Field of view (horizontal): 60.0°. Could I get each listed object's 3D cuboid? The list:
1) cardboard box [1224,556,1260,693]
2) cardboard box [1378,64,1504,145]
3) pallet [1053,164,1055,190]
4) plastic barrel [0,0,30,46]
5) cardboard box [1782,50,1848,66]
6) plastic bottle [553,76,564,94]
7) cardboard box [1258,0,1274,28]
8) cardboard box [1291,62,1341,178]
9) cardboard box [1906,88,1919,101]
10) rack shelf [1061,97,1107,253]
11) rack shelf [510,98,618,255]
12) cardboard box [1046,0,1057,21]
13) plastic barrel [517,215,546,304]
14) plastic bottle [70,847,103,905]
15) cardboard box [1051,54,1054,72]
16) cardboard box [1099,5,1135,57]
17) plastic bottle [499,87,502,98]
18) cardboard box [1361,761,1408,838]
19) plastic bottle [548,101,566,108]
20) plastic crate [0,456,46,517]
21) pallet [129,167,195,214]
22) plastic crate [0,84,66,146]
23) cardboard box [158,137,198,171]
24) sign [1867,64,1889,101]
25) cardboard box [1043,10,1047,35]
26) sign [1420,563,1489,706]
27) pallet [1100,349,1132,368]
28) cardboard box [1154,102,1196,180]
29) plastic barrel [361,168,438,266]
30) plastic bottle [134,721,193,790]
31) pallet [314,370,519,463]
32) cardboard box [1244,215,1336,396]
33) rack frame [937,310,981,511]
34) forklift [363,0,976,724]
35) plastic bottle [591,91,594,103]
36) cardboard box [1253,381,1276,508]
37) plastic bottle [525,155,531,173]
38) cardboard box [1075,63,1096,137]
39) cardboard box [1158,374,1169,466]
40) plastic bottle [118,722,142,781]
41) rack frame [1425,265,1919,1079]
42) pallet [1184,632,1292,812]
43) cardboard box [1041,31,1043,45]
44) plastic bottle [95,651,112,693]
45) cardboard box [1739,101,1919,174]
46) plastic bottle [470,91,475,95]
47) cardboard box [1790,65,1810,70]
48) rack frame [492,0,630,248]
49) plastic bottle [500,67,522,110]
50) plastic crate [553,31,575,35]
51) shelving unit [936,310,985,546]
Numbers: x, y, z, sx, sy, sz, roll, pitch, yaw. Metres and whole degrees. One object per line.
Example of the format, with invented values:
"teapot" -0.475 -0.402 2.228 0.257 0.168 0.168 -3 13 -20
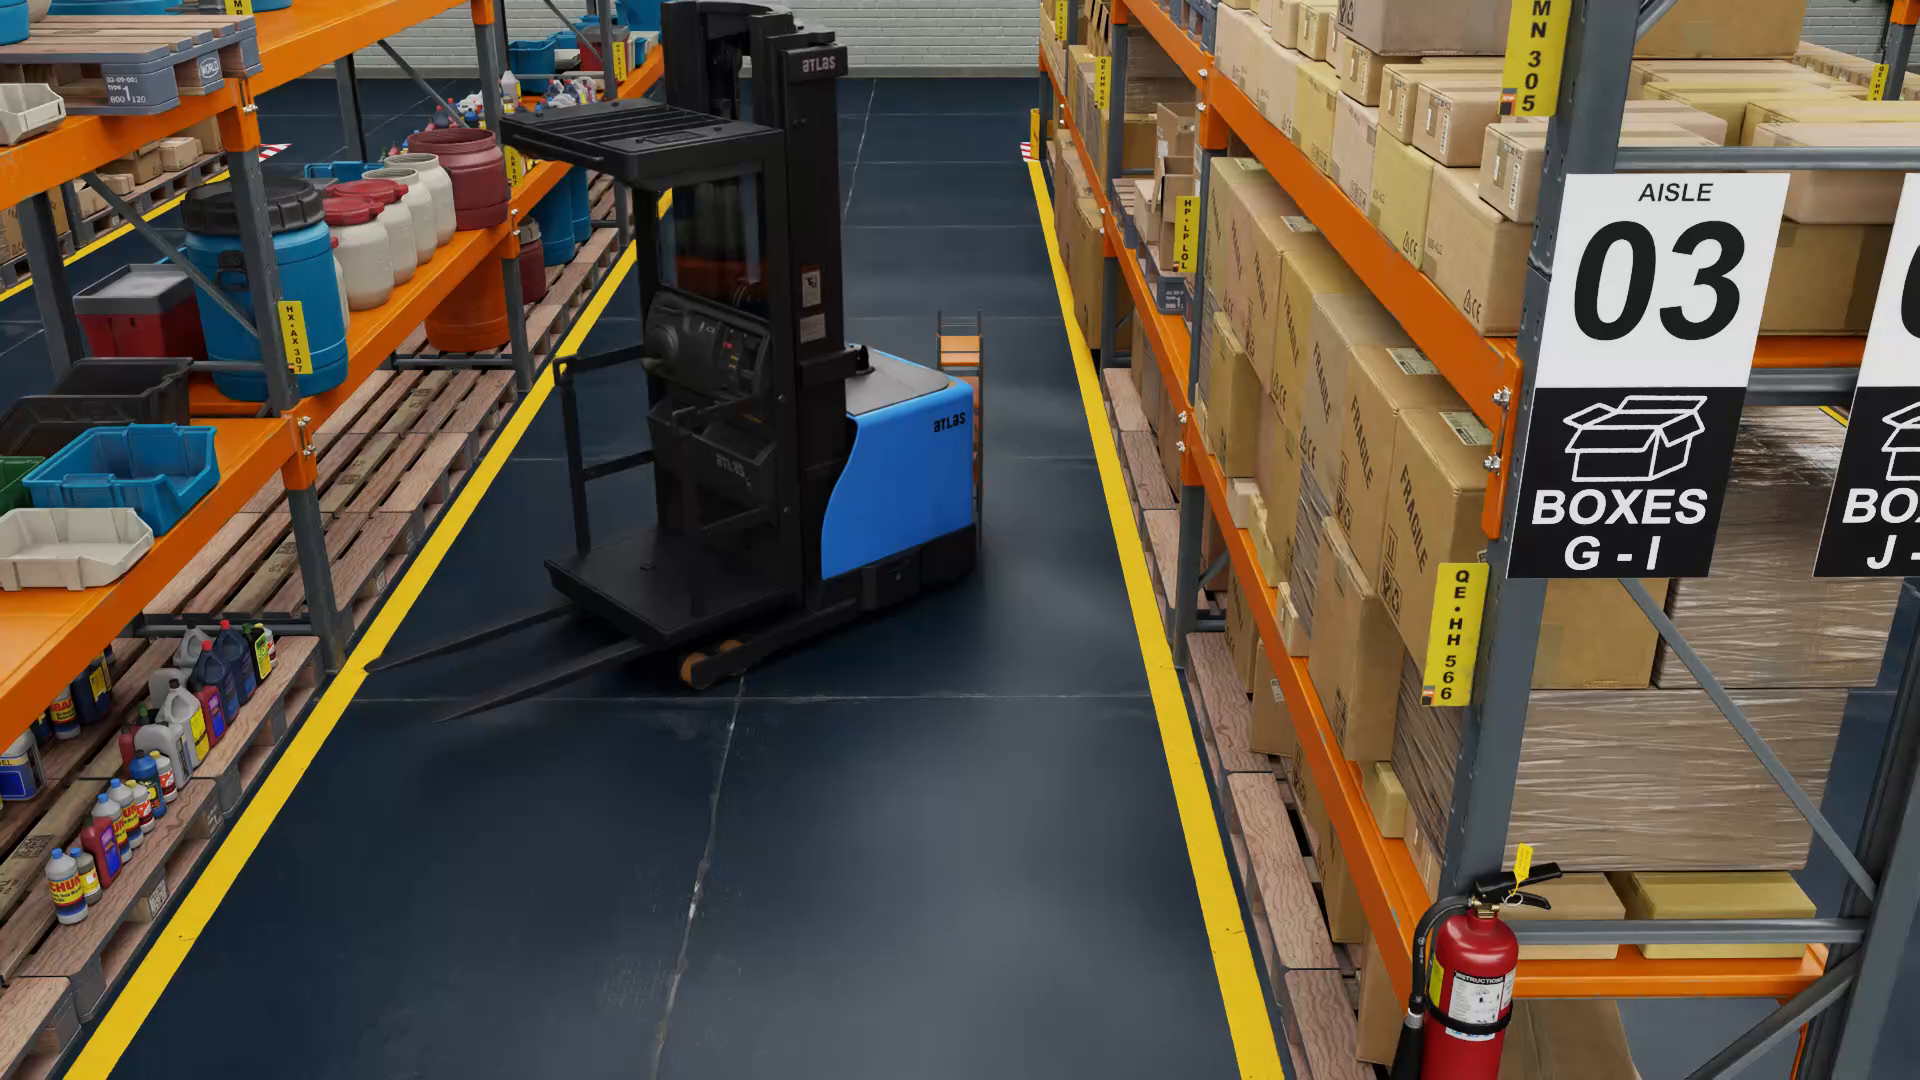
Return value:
"cardboard box" 1.483 0.337 7.388 0.500 0.500 0.500 -1 24 -2
"cardboard box" 1.223 -1.043 3.975 0.380 0.149 0.250 0 24 0
"pallet" 1.485 -3.619 16.996 1.003 0.211 1.213 0 24 -1
"plastic barrel" -3.530 -2.129 5.559 0.600 0.901 0.708 0 24 -1
"cardboard box" 6.605 -3.699 12.862 0.380 0.149 0.250 -1 24 -3
"plastic bottle" -3.328 -3.649 13.738 0.144 0.351 0.185 0 24 -1
"cardboard box" 1.267 -1.898 5.866 0.380 0.149 0.250 0 24 0
"cardboard box" 1.287 -1.247 4.909 0.500 0.250 0.500 -1 24 -1
"cardboard box" 6.624 -2.945 11.195 0.380 0.149 0.250 0 24 0
"rack shelf" 1.453 -2.920 12.939 1.077 0.370 4.000 0 24 -1
"rack shelf" -3.499 -2.898 12.890 1.077 0.370 4.000 0 24 -1
"cardboard box" 1.140 -5.510 16.705 0.500 0.500 0.500 -1 24 -2
"plastic barrel" -3.512 -2.161 12.804 0.600 0.588 0.708 0 24 -1
"plastic bottle" -3.100 1.179 5.866 0.097 0.201 0.097 0 24 0
"cardboard box" 1.086 -4.611 16.110 0.380 0.149 0.250 -1 24 -1
"cardboard box" 1.465 -3.772 12.612 0.797 0.503 0.637 1 24 1
"plastic bottle" -3.893 -3.650 13.830 0.152 0.276 0.135 0 24 -1
"cardboard box" 1.296 0.665 4.444 0.380 0.149 0.250 0 24 -1
"plastic bottle" -3.180 -3.323 13.107 0.152 0.276 0.135 0 24 -1
"plastic crate" -3.701 -0.096 6.079 0.450 0.188 0.662 0 24 -1
"pallet" -8.497 -3.545 16.833 1.003 0.211 1.213 0 24 -1
"plastic crate" -3.012 -1.340 5.253 0.243 0.136 0.396 0 24 -1
"cardboard box" -8.285 -4.010 17.280 0.500 0.250 0.500 0 24 -1
"sign" 5.893 -2.889 10.690 0.100 0.325 0.005 0 24 -1
"cardboard box" 1.135 -5.374 17.313 0.500 0.250 0.500 -1 24 -1
"sign" 1.007 0.196 3.389 0.100 0.325 0.005 0 24 -1
"pallet" 1.542 -1.478 12.262 1.003 0.211 1.213 0 24 -1
"cardboard box" 1.521 -2.438 10.370 0.500 0.500 0.500 -3 25 -7
"plastic barrel" -3.248 -1.856 9.577 0.421 0.512 0.421 0 24 0
"plastic bottle" -3.135 0.831 6.545 0.152 0.276 0.135 0 24 0
"pallet" -3.508 -0.811 10.788 1.003 0.211 1.213 0 24 -1
"cardboard box" 1.281 -0.813 5.713 0.500 0.500 0.500 0 24 -1
"rack frame" -0.004 -0.715 9.376 0.240 1.200 0.015 0 24 -1
"forklift" -1.340 -0.884 7.649 3.031 2.935 1.130 -21 32 -38
"plastic bottle" -3.165 -3.750 14.143 0.097 0.201 0.097 0 24 0
"cardboard box" 1.538 -0.359 5.921 0.875 0.500 0.500 0 24 -1
"plastic bottle" -3.120 -2.774 11.885 0.061 0.283 0.133 0 24 -1
"cardboard box" 1.198 -3.513 13.257 0.500 0.500 0.500 -1 24 -2
"cardboard box" 1.534 -0.747 9.761 0.700 0.500 0.500 2 24 4
"plastic bottle" -3.242 0.828 6.541 0.061 0.283 0.133 0 24 -1
"rack frame" 1.562 0.873 3.680 1.000 3.000 0.127 0 24 -1
"pallet" 1.561 0.772 7.287 1.003 0.211 1.213 0 24 -1
"cardboard box" 1.066 -5.352 17.749 0.380 0.149 0.250 -1 24 -1
"plastic bottle" -3.732 0.550 7.157 0.061 0.283 0.133 0 24 -1
"cardboard box" 1.884 -0.829 3.501 0.380 0.149 0.250 0 24 1
"plastic bottle" -3.934 -3.477 13.440 0.061 0.283 0.133 0 24 -1
"cardboard box" 5.965 -3.373 12.141 0.380 0.149 0.250 0 24 -1
"rack frame" -3.521 -4.050 14.564 1.000 3.000 0.127 0 24 -1
"plastic bottle" -3.841 -3.864 14.213 0.144 0.351 0.185 0 24 -1
"plastic crate" -3.877 -5.003 16.802 0.416 0.233 0.300 0 24 -1
"shelving unit" -0.002 -0.615 9.154 0.258 1.200 0.503 0 24 -1
